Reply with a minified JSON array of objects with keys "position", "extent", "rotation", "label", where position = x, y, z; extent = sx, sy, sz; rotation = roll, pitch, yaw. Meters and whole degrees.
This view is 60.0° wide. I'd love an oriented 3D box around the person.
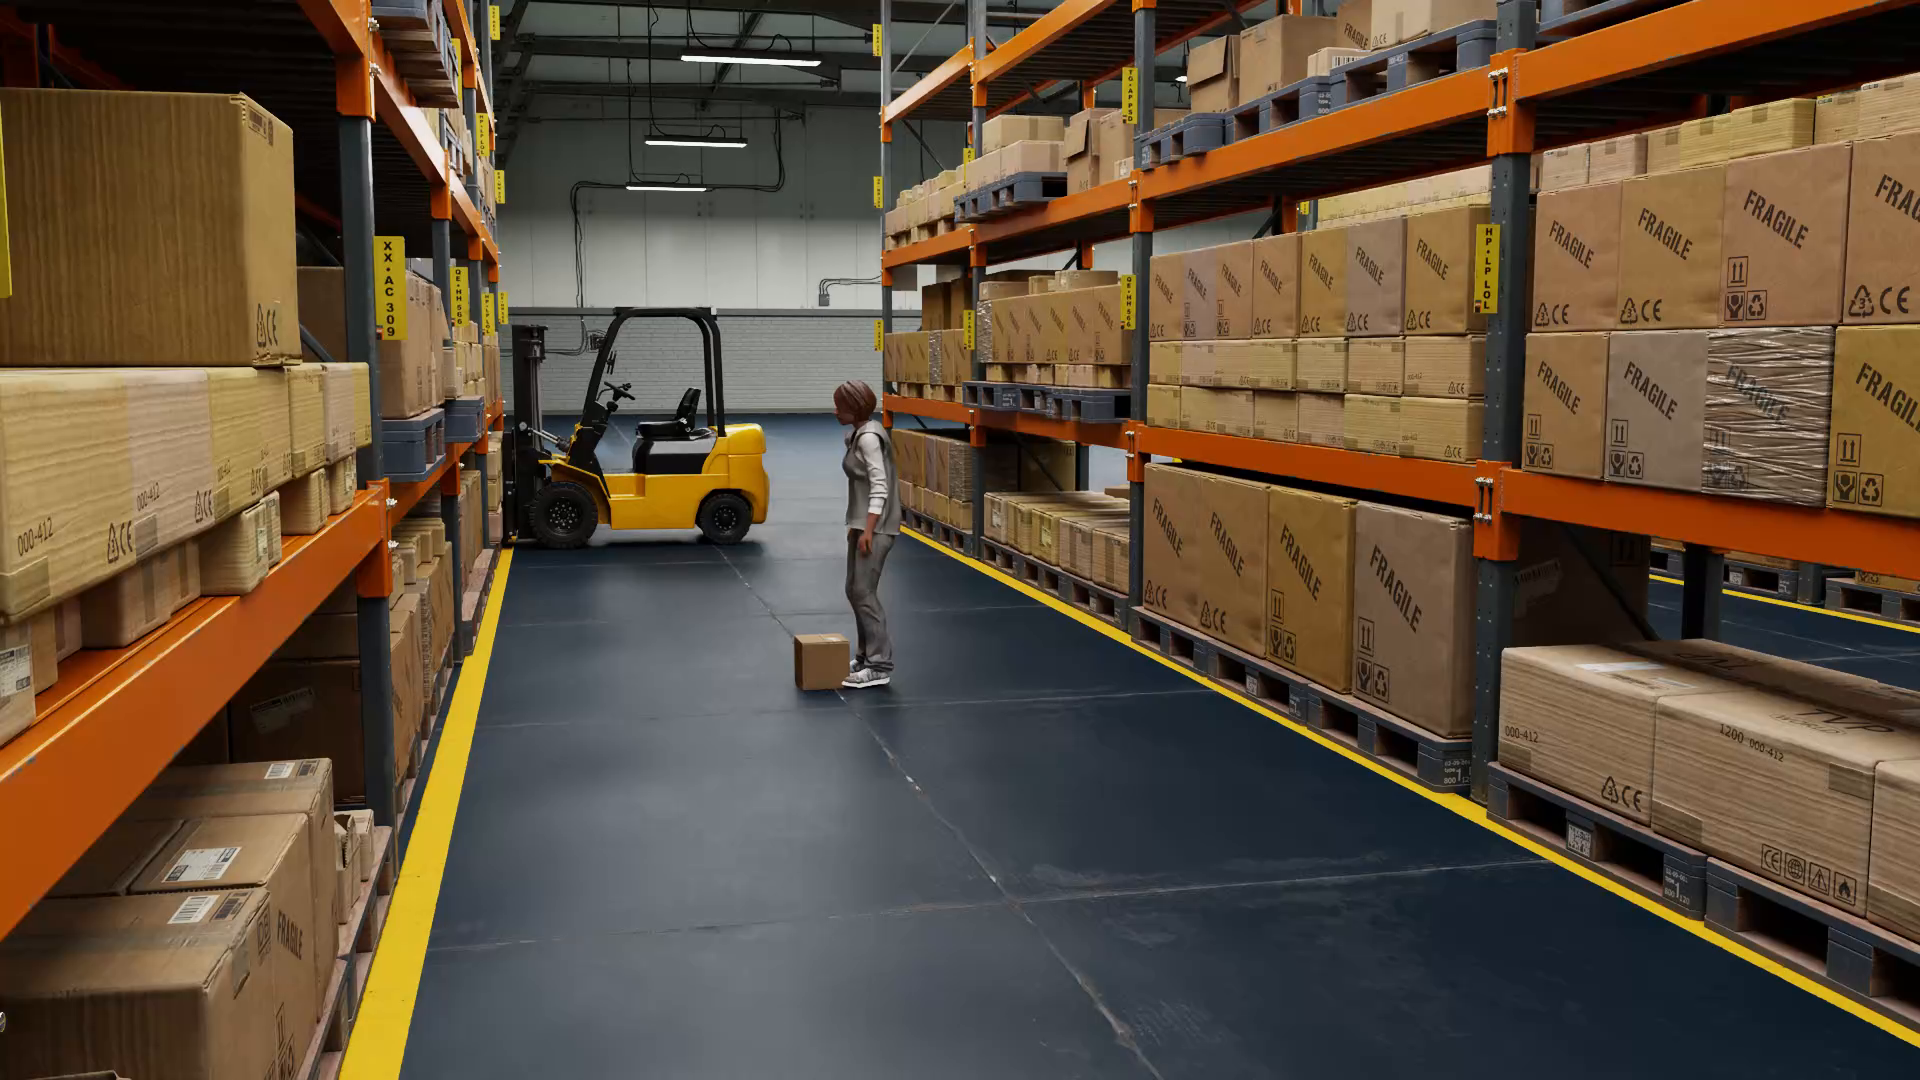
[{"position":[-0.489,-0.038,8.716],"extent":[0.345,1.593,0.460],"rotation":[-2,7,-13],"label":"person"}]
